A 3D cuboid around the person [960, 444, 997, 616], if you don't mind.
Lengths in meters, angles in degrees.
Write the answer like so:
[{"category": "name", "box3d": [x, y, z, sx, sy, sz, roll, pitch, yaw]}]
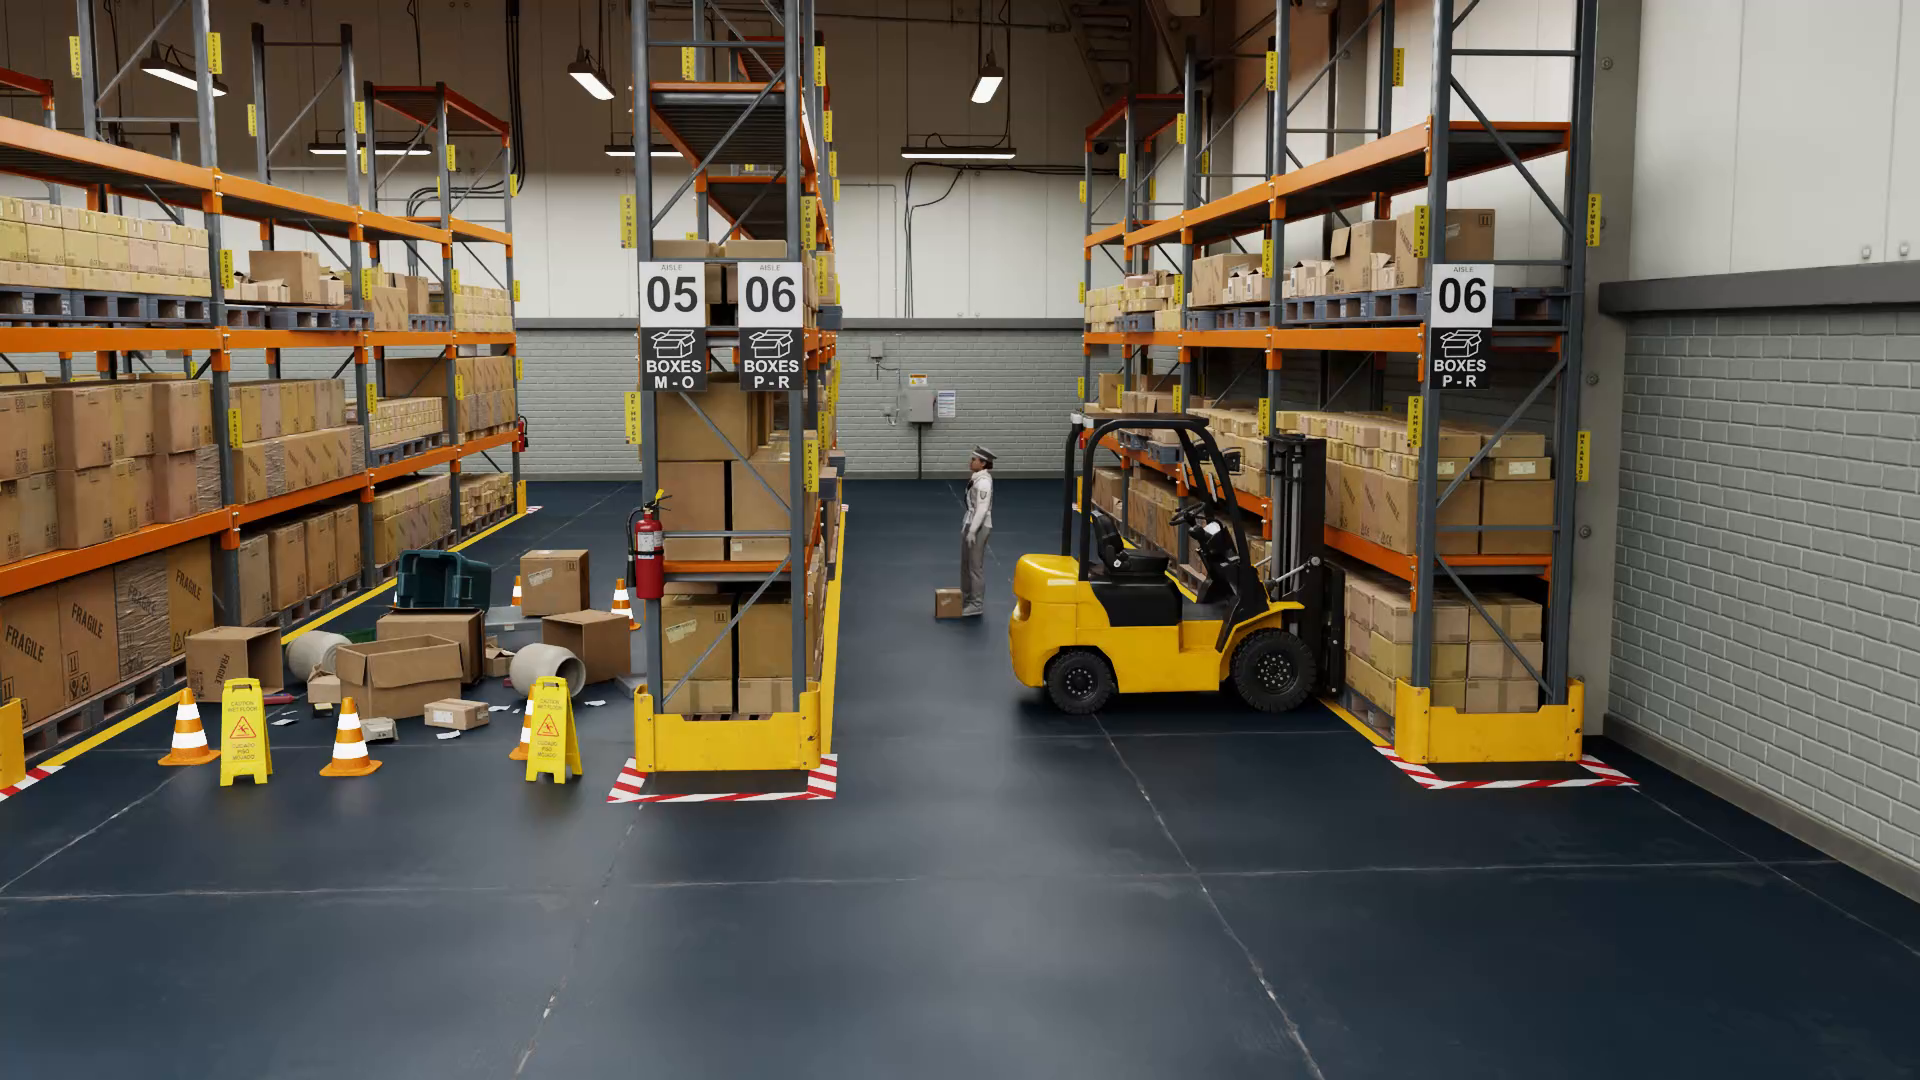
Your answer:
[{"category": "person", "box3d": [0.093, -0.102, 16.371, 0.534, 1.695, 0.581, 0, 7, -4]}]
